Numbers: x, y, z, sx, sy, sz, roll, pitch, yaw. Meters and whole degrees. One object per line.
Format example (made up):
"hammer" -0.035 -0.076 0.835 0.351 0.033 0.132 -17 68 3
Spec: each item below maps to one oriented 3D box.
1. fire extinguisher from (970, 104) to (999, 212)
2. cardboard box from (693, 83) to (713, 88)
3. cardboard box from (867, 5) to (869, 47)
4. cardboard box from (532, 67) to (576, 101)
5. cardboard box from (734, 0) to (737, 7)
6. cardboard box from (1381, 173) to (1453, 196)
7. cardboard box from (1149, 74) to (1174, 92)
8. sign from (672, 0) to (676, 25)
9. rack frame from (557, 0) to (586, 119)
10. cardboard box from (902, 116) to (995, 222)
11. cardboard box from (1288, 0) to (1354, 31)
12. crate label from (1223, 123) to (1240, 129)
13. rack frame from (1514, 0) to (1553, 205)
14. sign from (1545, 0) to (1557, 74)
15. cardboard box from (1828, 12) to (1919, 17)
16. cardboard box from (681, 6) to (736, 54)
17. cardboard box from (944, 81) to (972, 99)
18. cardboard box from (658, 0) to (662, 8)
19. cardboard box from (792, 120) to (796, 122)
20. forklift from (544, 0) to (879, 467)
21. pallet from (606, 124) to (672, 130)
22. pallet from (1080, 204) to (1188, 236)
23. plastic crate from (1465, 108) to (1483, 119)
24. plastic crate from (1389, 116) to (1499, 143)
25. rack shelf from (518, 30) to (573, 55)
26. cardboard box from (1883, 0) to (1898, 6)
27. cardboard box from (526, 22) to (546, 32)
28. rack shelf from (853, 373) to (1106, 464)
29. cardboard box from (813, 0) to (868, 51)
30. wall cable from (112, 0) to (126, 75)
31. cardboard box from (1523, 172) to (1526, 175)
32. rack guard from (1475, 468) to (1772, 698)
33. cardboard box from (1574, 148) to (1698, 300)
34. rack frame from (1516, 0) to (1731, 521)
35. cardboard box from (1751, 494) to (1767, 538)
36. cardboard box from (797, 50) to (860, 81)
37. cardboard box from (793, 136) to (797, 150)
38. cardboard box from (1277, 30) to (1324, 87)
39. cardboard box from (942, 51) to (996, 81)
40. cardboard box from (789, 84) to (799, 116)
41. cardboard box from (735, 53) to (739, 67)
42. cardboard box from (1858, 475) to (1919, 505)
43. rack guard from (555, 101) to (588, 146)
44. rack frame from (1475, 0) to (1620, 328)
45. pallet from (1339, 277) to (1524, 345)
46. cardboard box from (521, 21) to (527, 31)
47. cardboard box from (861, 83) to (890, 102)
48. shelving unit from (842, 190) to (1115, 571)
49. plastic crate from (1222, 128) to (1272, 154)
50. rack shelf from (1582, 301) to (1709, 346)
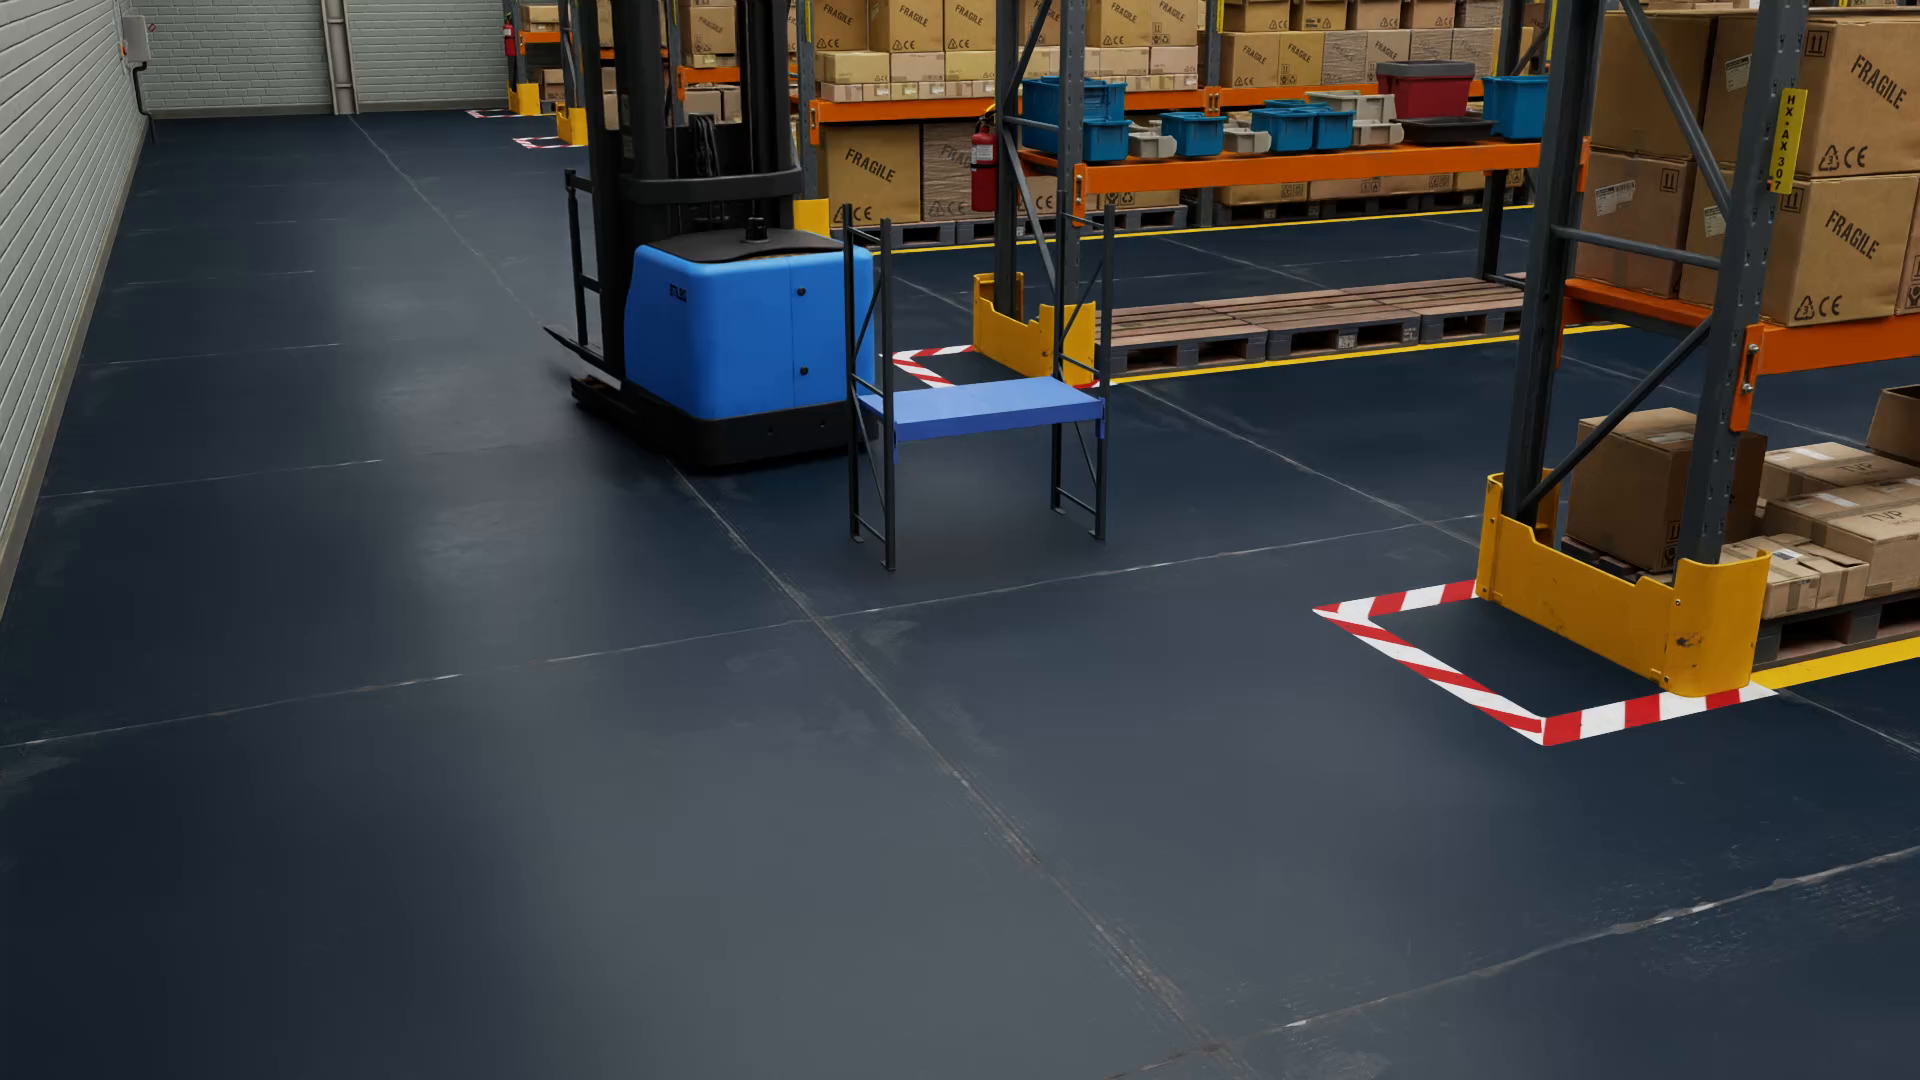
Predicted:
"fire extinguisher" 0.157 -2.454 10.653 0.183 0.674 0.296 -8 21 -22
"cardboard box" -4.431 -7.818 28.694 0.258 0.266 0.396 -7 21 -20
"cardboard box" -0.952 -6.015 19.489 0.500 0.500 0.500 -8 21 -22
"cardboard box" -6.782 -7.665 27.902 0.637 0.503 0.797 -9 21 -24
"cardboard box" -2.380 -6.289 18.764 0.500 0.500 0.500 -8 21 -20
"cardboard box" 4.396 -4.107 17.236 0.875 0.875 1.225 -8 21 -22
"cardboard box" 1.800 -4.292 15.572 0.250 0.149 0.380 -8 21 -21
"sign" -3.143 -5.827 18.250 0.005 0.325 0.100 -8 21 -22
"rack frame" -5.411 -7.080 23.113 0.127 3.000 1.000 -8 21 -22
"cardboard box" -0.094 -3.482 15.462 0.875 0.875 0.875 -8 21 -22
"cardboard box" 3.405 -5.278 16.334 0.637 0.503 0.797 -8 21 -21
"crate label" 1.671 -2.692 10.957 0.243 0.136 0.396 -8 21 -22
"rack frame" 5.860 -5.110 17.519 0.127 3.000 1.000 -8 21 -22
"sign" 2.233 -1.904 6.193 0.005 0.325 0.100 -8 21 -22
"cardboard box" 3.423 -1.604 5.906 0.500 0.500 0.500 -8 21 -21
"cardboard box" -2.836 -5.746 18.726 0.500 0.500 0.500 -7 21 -19
"cardboard box" -0.087 -4.021 14.805 0.250 0.149 0.380 -9 21 -23
"cardboard box" -4.386 -7.645 23.063 0.500 0.500 0.500 -9 21 -23
"cardboard box" -1.801 -4.842 19.521 0.250 0.149 0.380 -7 21 -20
"forklift" -1.629 -2.192 9.333 1.130 2.935 3.031 -11 22 -29
"pallet" -4.708 -5.894 23.943 1.213 0.211 1.003 -8 21 -22
"pallet" 1.458 -3.193 16.272 1.213 0.211 1.003 -8 21 -22
"plastic crate" 3.665 -2.960 11.719 0.243 0.136 0.396 -8 21 -22
"plastic crate" 3.227 -2.743 11.120 0.590 0.125 0.437 -8 21 -22
"rack shelf" -5.544 -8.517 28.278 4.000 0.370 1.077 -8 21 -22
"cardboard box" 10.505 -6.344 18.918 0.500 0.500 0.500 -8 21 -22
"cardboard box" -6.970 -8.434 27.338 0.250 0.149 0.380 -8 21 -22
"rack shelf" 0.078 -0.549 7.365 1.000 0.185 0.538 -8 21 -22
"cardboard box" -1.143 -4.625 14.791 0.500 0.500 0.500 -8 21 -21
"wall cable" -10.580 -6.825 20.813 0.123 1.953 0.585 -8 21 -22
"cardboard box" 6.467 -4.233 18.129 0.500 0.500 0.700 -9 21 -25
"rack guard" 2.504 0.133 6.393 0.348 0.500 1.175 -8 21 -22
"cardboard box" 2.738 -1.226 6.336 0.500 0.500 0.500 -7 21 -20
"rack frame" 2.436 -1.036 5.946 0.053 2.616 0.949 -8 21 -22
"cardboard box" 3.244 -0.080 6.837 0.250 0.166 0.380 -8 21 -22
"cardboard box" -1.146 -4.272 14.917 0.500 0.250 0.500 -9 21 -23
"cardboard box" -2.033 -4.647 19.415 0.250 0.149 0.380 -7 21 -20
"cardboard box" 3.169 -4.682 16.152 0.500 0.500 0.500 -8 21 -22
"cardboard box" -0.001 -4.244 14.836 0.500 0.250 0.500 -9 21 -24
"cardboard box" -2.358 -6.546 24.822 0.875 0.438 0.875 -8 21 -23
"cardboard box" -2.445 -5.473 18.928 0.250 0.149 0.380 -9 21 -23
"cardboard box" 3.964 -0.064 6.664 0.500 0.250 0.500 -8 21 -22
"rack guard" -5.433 -5.898 23.520 0.348 0.500 1.175 -8 21 -22
"rack frame" 4.149 -3.074 11.735 0.127 3.000 1.000 -8 21 -22
"pallet" 3.489 -1.650 11.890 1.213 0.211 1.003 -8 21 -22
"cardboard box" -7.183 -8.600 27.809 0.250 0.149 0.380 -8 21 -23
"cardboard box" -0.794 -3.920 14.516 0.250 0.149 0.380 -8 21 -23
"shelving unit" 0.078 -0.719 7.305 1.048 1.500 0.538 -8 21 -22
"plastic crate" 1.783 -2.490 10.383 0.298 0.136 0.250 -8 21 -22
"rack shelf" 4.271 -1.028 6.792 3.687 0.071 0.831 -8 21 -22
